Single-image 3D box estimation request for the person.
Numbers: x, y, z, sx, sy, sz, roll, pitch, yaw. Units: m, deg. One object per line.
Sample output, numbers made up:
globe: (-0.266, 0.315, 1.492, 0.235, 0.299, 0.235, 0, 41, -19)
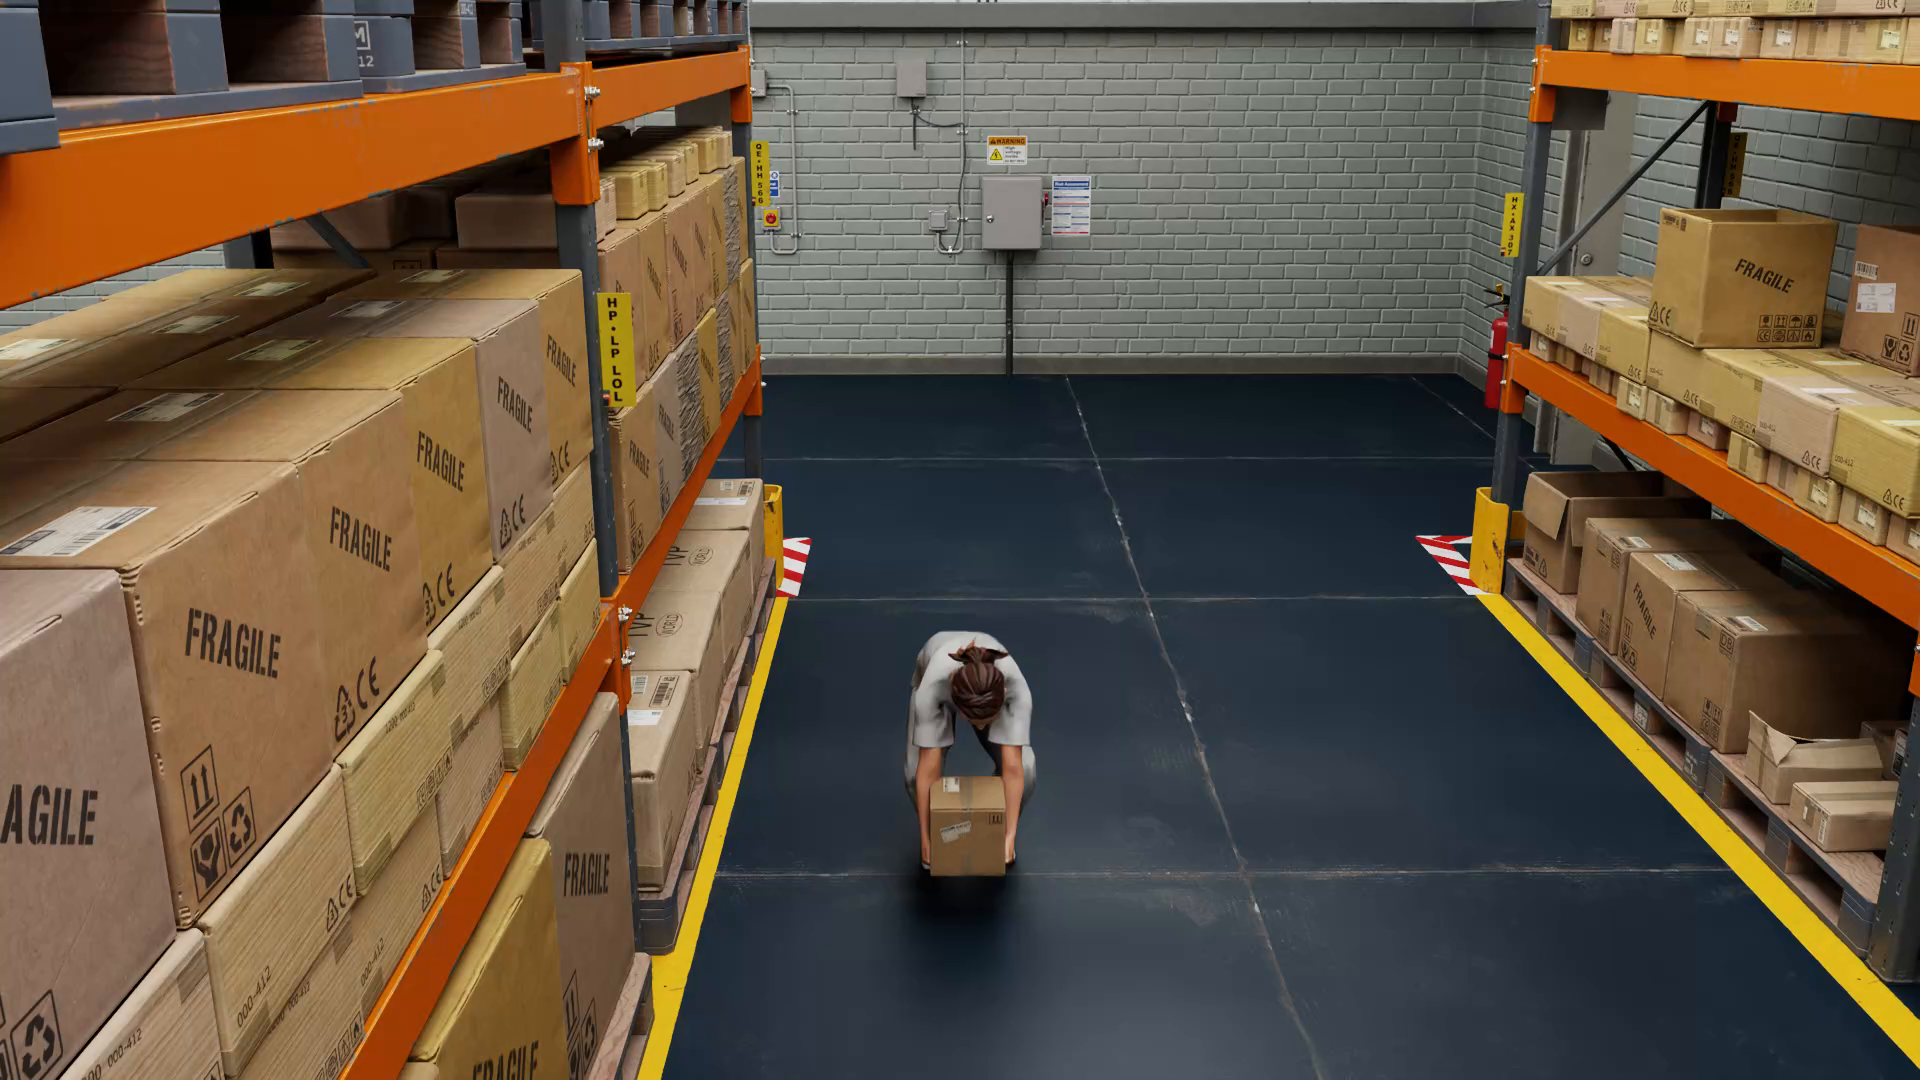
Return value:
person: (0.032, 0.746, 5.884, 0.468, 0.939, 0.851, -1, 17, -3)
